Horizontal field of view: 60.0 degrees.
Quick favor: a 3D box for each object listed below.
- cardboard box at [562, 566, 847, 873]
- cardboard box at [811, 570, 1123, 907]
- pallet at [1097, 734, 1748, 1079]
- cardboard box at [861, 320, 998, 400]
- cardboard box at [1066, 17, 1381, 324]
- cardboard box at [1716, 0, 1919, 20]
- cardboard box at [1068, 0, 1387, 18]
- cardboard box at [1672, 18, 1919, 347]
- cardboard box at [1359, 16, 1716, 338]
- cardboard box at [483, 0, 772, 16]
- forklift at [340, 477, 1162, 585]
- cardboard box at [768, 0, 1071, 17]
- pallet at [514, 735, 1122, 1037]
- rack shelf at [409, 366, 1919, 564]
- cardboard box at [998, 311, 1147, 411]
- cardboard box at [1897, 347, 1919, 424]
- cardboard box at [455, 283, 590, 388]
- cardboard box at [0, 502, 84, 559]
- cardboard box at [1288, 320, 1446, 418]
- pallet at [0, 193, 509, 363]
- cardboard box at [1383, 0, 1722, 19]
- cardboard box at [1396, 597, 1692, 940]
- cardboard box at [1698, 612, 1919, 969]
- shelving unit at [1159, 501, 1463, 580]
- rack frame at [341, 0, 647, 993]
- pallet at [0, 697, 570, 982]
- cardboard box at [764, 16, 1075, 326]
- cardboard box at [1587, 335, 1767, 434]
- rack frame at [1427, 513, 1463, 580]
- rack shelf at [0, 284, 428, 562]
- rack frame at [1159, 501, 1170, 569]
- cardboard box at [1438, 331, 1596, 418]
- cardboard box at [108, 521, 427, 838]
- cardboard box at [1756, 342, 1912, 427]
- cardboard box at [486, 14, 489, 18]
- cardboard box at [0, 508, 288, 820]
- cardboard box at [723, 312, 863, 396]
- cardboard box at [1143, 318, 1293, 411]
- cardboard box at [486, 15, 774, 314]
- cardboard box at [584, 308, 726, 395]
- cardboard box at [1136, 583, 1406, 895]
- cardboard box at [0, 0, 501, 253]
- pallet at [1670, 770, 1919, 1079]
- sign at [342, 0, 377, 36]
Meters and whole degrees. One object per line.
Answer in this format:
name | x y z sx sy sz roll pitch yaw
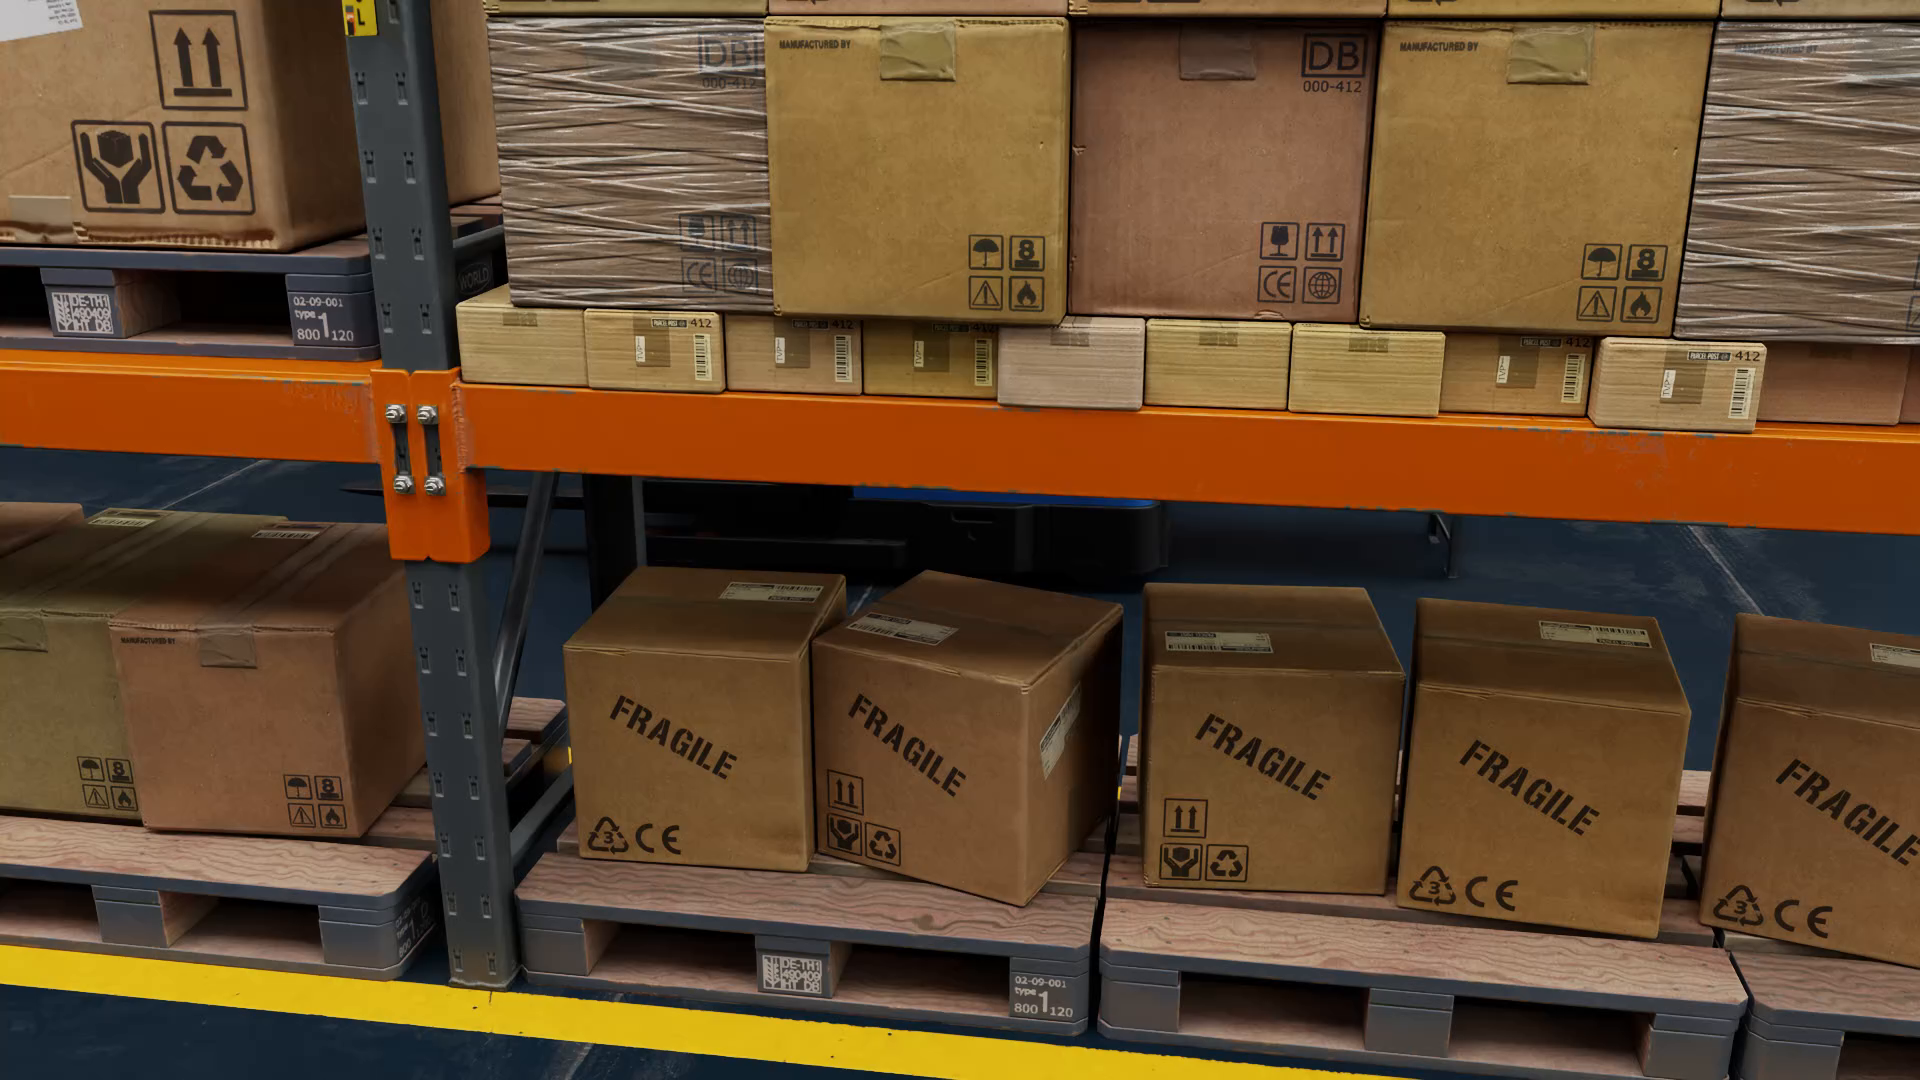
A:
cardboard box | -0.542 0.383 3.709 0.500 0.500 0.500 2 19 7
cardboard box | 0.024 0.410 3.629 0.500 0.500 0.500 9 21 26
pallet | 0.946 0.770 3.669 1.213 0.211 1.003 3 19 9
cardboard box | -0.022 -0.381 3.112 0.250 0.149 0.380 3 19 9
cardboard box | 0.501 -0.753 3.198 0.500 0.500 0.875 3 19 9
cardboard box | 1.448 -1.097 2.651 0.500 0.500 0.500 3 19 9
cardboard box | 0.460 -1.146 2.799 0.500 0.500 0.500 3 19 9
cardboard box | 1.480 -0.686 2.998 0.500 0.500 0.875 3 19 9
cardboard box | 0.988 -0.714 3.085 0.500 0.500 0.875 3 19 9
cardboard box | -0.527 -1.196 2.949 0.500 0.500 0.500 3 19 9
forklift | -0.761 -1.418 5.922 3.031 2.935 1.130 2 19 6
cardboard box | -0.033 -1.172 2.875 0.500 0.500 0.500 3 19 9
pallet | -0.262 0.709 3.851 1.213 0.211 1.003 3 19 9
rack shelf | 1.044 -0.194 3.289 4.000 0.370 1.077 3 19 9
cardboard box | 0.218 -0.356 3.036 0.250 0.149 0.380 3 19 9
cardboard box | 1.718 -0.317 2.920 0.250 0.149 0.380 3 19 9
cardboard box | -0.767 -0.412 3.202 0.250 0.149 0.380 3 19 9
cardboard box | -2.554 0.245 4.089 0.500 0.500 0.700 1 19 4
cardboard box | 0.717 -0.340 2.989 0.250 0.149 0.380 3 19 9
pallet | -1.663 -0.629 3.758 1.213 0.211 1.003 3 19 9
cardboard box | 0.956 -1.124 2.734 0.500 0.500 0.500 3 19 9
cardboard box | 1.194 0.458 3.484 0.500 0.500 0.500 5 19 14
cardboard box | 1.809 0.496 3.372 0.500 0.500 0.500 8 20 23
shelving unit | 1.266 -0.668 5.937 1.048 1.500 0.538 2 19 6
rack frame | -0.931 -0.636 3.476 0.127 3.000 1.000 3 19 9
pallet | -1.700 0.648 4.034 1.213 0.211 1.003 3 19 9
cardboard box | -0.008 -0.746 3.179 0.500 0.500 0.875 3 19 9
cardboard box | 1.206 -0.308 2.891 0.250 0.149 0.380 3 19 9
rack frame | 1.771 -0.650 5.881 0.032 1.500 0.500 2 19 6
rack shelf | -2.906 -0.395 3.891 4.000 0.370 1.077 3 19 9
rack frame | 0.761 -0.687 5.992 0.032 1.500 0.500 2 19 6
cardboard box | 0.971 -0.342 2.994 0.250 0.149 0.380 3 19 9
cardboard box | -1.534 0.303 3.915 0.500 0.500 0.700 1 19 4
cardboard box | 1.467 -0.323 2.937 0.250 0.149 0.380 3 19 9
cardboard box | -2.041 -2.806 8.229 0.500 0.500 0.700 3 19 8
cardboard box | -2.002 0.273 4.005 0.500 0.500 0.700 3 19 8
cardboard box | -0.271 -0.391 3.141 0.250 0.149 0.380 3 19 9
cardboard box | 0.472 -0.356 3.037 0.250 0.149 0.380 3 19 9
cardboard box | -0.497 -0.782 3.287 0.500 0.500 0.875 3 19 9
cardboard box | -0.522 -0.395 3.152 0.250 0.149 0.380 3 19 9
cardboard box | 0.650 0.416 3.610 0.500 0.500 0.500 1 19 4
cardboard box | -1.693 -1.203 3.565 1.000 1.000 1.000 3 19 9
pallet | 2.147 0.832 3.484 1.213 0.211 1.003 3 19 9
sign | -1.016 -1.011 2.772 0.005 0.325 0.100 3 19 9
